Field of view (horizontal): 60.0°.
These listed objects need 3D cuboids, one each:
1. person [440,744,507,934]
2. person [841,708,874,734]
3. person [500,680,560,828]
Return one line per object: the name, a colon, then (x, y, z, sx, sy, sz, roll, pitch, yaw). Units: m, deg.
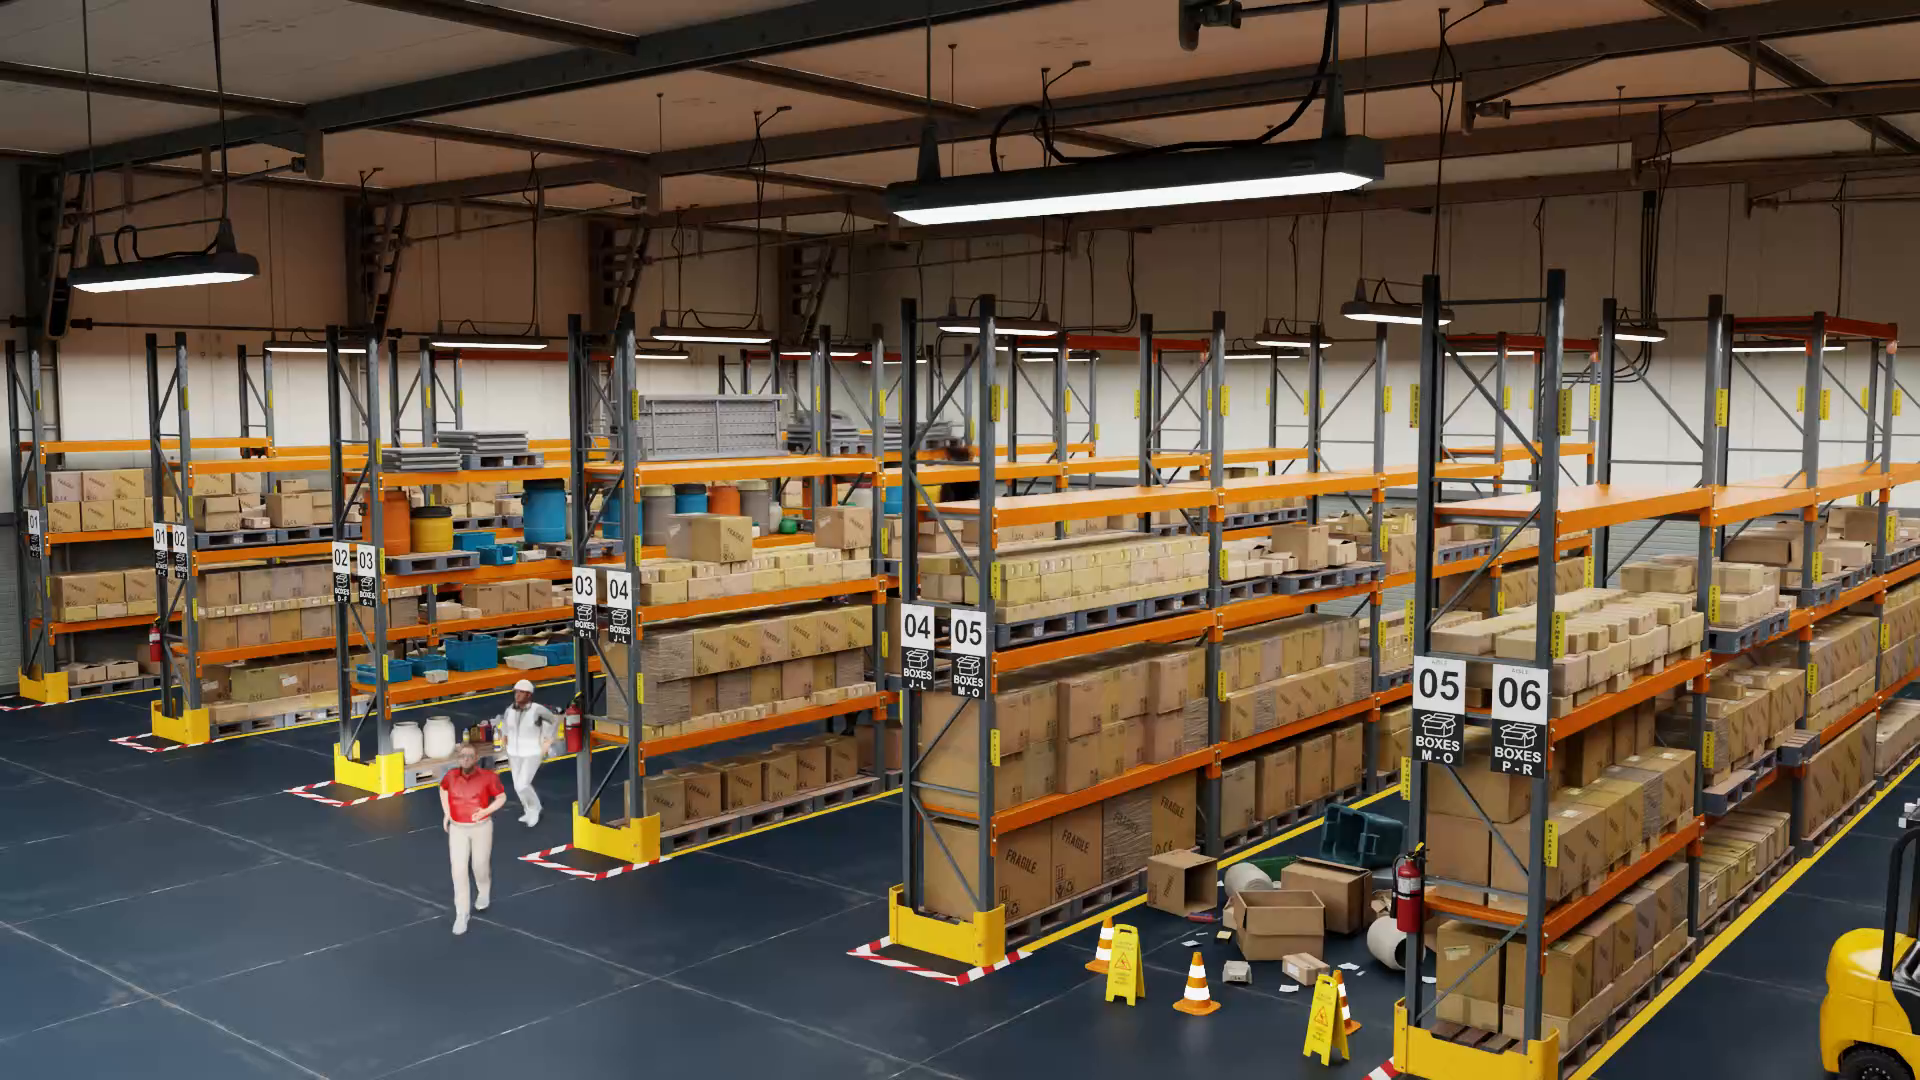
person: (-4.749, 2.851, 16.214, 0.659, 1.757, 0.901, -1, 5, -9)
person: (-1.564, 2.034, 25.181, 0.715, 1.735, 0.826, 3, 6, 28)
person: (-5.132, 2.529, 19.633, 0.667, 1.768, 0.669, 2, 5, 18)
